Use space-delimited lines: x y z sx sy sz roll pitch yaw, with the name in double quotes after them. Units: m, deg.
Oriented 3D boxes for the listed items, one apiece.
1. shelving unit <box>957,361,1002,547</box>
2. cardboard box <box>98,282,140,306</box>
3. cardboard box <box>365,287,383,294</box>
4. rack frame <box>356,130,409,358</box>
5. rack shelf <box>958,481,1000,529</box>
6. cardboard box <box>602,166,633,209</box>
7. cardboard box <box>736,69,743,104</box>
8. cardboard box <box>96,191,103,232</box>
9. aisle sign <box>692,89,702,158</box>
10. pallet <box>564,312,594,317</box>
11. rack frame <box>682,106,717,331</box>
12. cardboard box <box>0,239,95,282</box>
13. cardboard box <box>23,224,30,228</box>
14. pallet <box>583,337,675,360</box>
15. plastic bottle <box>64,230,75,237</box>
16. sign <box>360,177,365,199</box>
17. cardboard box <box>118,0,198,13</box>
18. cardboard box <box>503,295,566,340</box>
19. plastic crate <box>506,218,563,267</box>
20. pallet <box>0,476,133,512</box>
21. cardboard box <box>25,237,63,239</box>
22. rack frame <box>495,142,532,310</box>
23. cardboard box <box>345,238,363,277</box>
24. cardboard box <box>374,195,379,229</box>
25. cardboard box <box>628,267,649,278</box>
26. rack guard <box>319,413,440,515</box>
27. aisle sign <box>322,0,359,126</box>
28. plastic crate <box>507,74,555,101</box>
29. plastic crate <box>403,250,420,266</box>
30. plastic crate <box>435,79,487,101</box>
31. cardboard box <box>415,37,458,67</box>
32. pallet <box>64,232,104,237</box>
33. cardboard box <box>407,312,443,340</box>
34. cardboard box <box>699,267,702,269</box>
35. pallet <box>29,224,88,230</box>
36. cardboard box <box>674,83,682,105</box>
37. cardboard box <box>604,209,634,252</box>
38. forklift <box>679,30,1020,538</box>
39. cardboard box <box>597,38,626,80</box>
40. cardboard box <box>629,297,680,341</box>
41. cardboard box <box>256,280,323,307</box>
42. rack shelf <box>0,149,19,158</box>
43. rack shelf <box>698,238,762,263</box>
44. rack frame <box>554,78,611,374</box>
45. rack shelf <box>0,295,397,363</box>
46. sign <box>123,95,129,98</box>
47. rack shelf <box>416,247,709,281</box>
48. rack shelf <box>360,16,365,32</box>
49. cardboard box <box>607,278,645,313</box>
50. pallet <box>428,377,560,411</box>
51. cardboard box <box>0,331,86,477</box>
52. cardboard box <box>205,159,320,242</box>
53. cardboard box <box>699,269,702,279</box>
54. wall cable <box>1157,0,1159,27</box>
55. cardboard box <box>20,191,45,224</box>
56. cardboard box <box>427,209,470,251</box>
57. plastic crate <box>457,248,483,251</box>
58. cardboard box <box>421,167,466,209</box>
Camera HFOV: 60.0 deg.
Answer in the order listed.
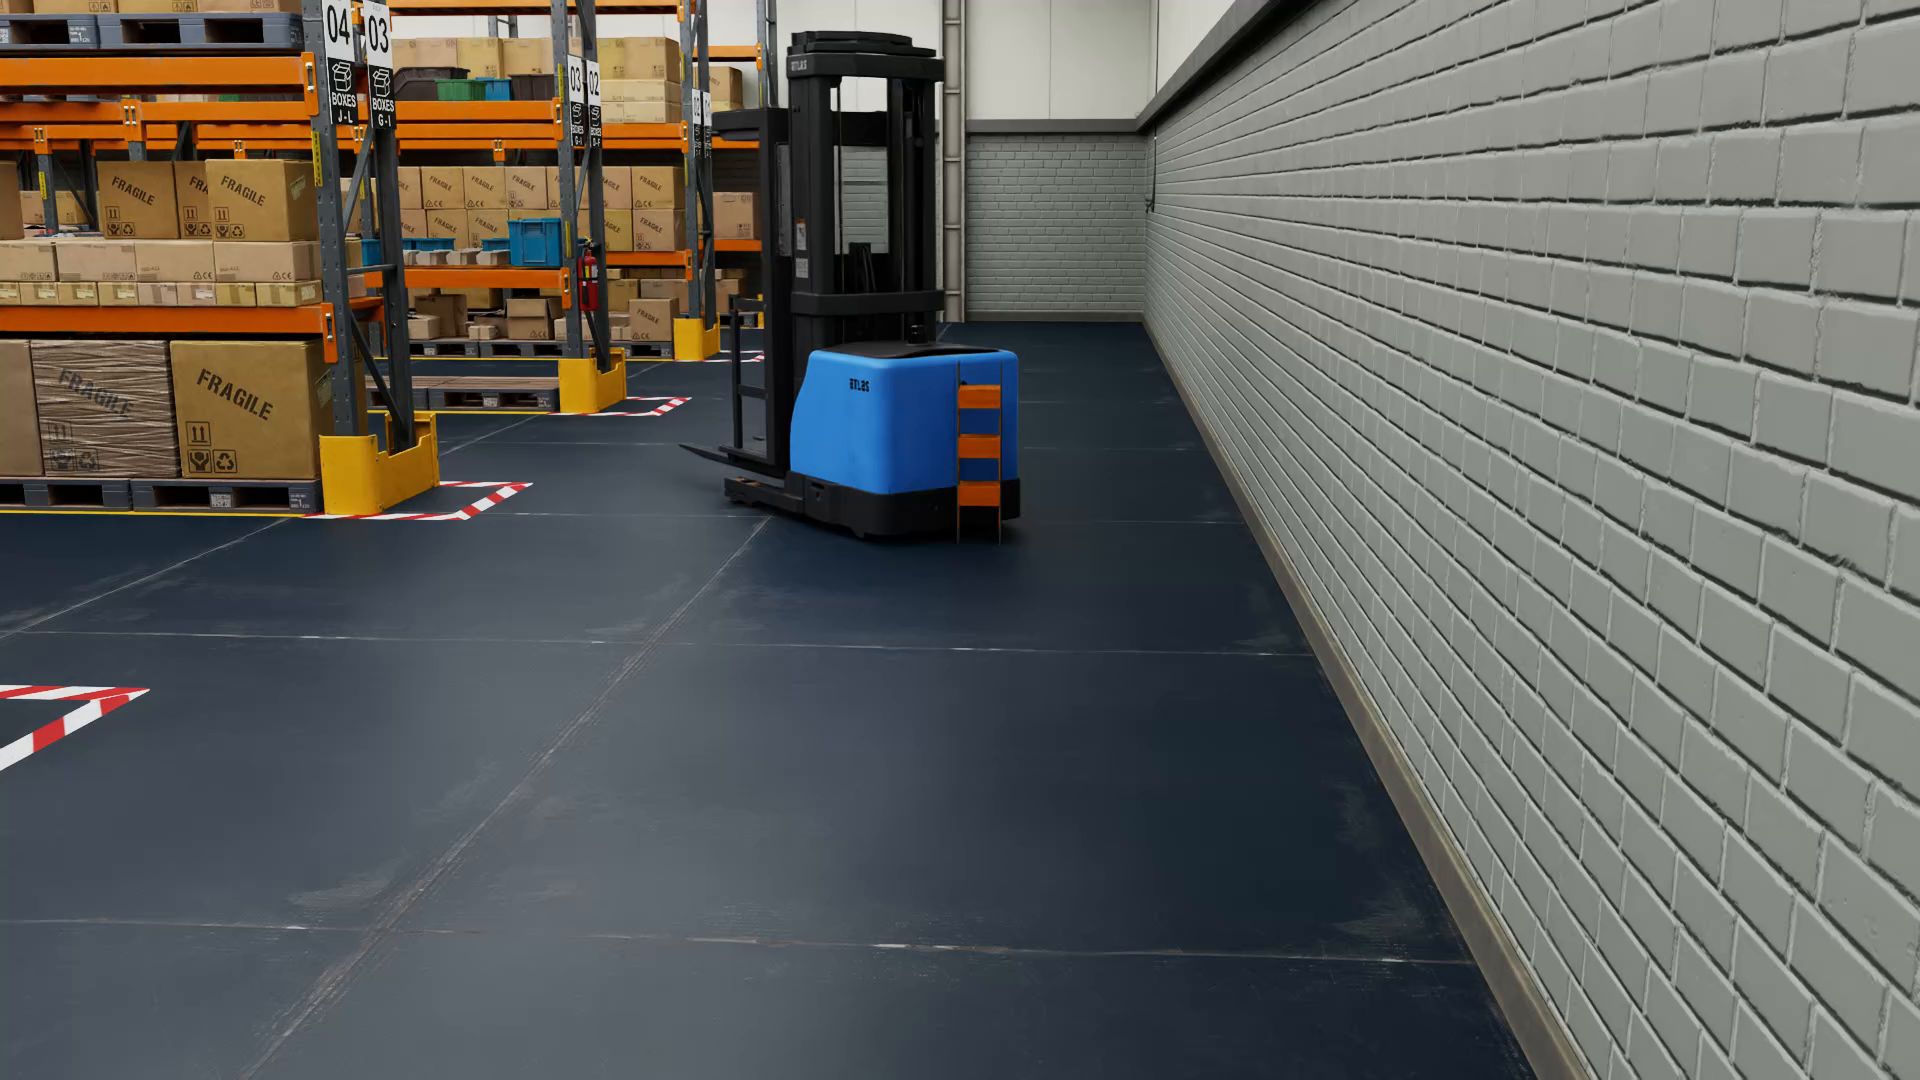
0.113 -0.497 9.581 0.252 1.050 0.215 0 12 2 "shelving unit"
-5.254 -1.573 10.574 0.250 0.149 0.380 1 12 2 "cardboard box"
-9.248 -3.993 25.755 0.750 0.750 0.750 1 12 3 "cardboard box"
-7.183 -3.823 20.718 0.127 3.000 1.000 1 12 4 "rack frame"
0.113 -0.215 9.640 0.240 0.259 0.215 0 12 2 "rack shelf"
-4.158 -4.263 20.136 0.500 0.500 0.500 1 12 5 "cardboard box"
-3.577 -6.856 25.156 0.500 0.500 0.500 0 12 2 "cardboard box"
-10.538 -4.147 20.995 0.500 0.500 0.700 -3 12 -15 "cardboard box"
-3.144 -4.977 19.886 0.004 0.787 0.394 1 12 4 "aisle sign"
-6.102 -3.444 25.715 1.213 0.211 1.003 1 12 4 "pallet"
-3.192 -3.768 20.456 0.127 3.000 1.000 1 12 4 "rack frame"
-5.892 -1.789 10.636 0.500 0.250 0.500 1 12 4 "cardboard box"
-12.053 -3.886 21.236 0.500 0.311 0.500 1 12 3 "cardboard box"
-4.063 -2.415 20.798 1.213 0.211 1.003 1 12 4 "pallet"
-8.447 -2.762 15.767 0.185 0.351 0.144 1 12 4 "plastic bottle"
-7.216 -4.276 20.057 0.005 0.325 0.100 1 12 4 "sign"
-4.933 -3.545 10.547 0.500 0.500 0.700 0 12 2 "cardboard box"
-5.308 -2.792 20.811 0.637 0.503 0.797 1 12 4 "cardboard box"
-3.873 -2.769 15.449 0.499 0.435 0.616 1 12 4 "plastic crate"
-5.874 -0.392 11.125 1.213 0.211 1.003 1 12 4 "pallet"
-6.364 -1.905 11.191 0.500 0.250 0.500 1 12 5 "cardboard box"
-6.855 -4.835 25.556 0.127 3.000 1.000 1 12 4 "rack frame"
-4.318 -1.878 11.062 0.500 0.250 0.500 0 12 2 "cardboard box"
-8.842 -5.014 25.390 0.500 0.500 0.500 1 12 5 "cardboard box"
-4.949 -4.129 25.674 0.250 0.149 0.380 1 12 3 "cardboard box"
-3.833 -0.521 11.036 0.348 0.500 1.175 1 12 4 "rack guard"
-3.806 -2.955 10.218 0.004 0.787 0.394 1 12 4 "aisle sign"
-3.892 -4.223 15.622 0.590 0.269 0.497 1 12 4 "plastic crate"
-5.216 -2.637 15.545 0.250 0.136 0.298 1 12 4 "plastic crate"
-4.529 -4.076 15.119 0.336 0.188 0.450 1 12 4 "plastic crate"
-6.206 -5.795 20.132 0.500 0.500 0.700 1 12 4 "cardboard box"
-10.493 -3.789 21.023 1.003 0.211 1.213 1 12 4 "pallet"
-6.778 -2.672 20.709 0.500 0.311 0.500 1 12 4 "cardboard box"
-3.937 -4.115 25.608 0.250 0.149 0.380 1 12 4 "cardboard box"
-14.085 -4.810 25.907 1.213 0.211 1.003 1 12 4 "pallet"
-3.687 -5.468 20.401 0.500 0.250 0.500 1 12 4 "cardboard box"
-4.175 -3.774 20.240 0.500 0.500 0.500 1 12 4 "cardboard box"
-0.892 -1.696 10.717 1.130 2.935 3.031 -8 14 -34 "forklift"
-4.198 -5.803 20.169 0.500 0.500 0.700 1 12 4 "cardboard box"
-3.751 -2.717 20.462 0.500 0.500 0.500 1 12 4 "cardboard box"
-4.235 -1.559 10.509 0.250 0.149 0.380 1 12 5 "cardboard box"
-16.833 -6.088 25.977 4.000 0.370 1.077 1 12 4 "rack shelf"
-4.860 -4.456 25.499 4.000 0.370 1.077 1 12 4 "rack shelf"
-3.526 -2.756 15.619 0.127 3.000 1.000 1 12 4 "rack frame"
-5.853 -1.420 10.986 4.000 0.370 1.077 1 12 4 "rack shelf"
-7.556 -4.171 15.035 0.005 0.325 0.100 1 12 4 "sign"
-5.187 -3.443 20.661 4.000 0.370 1.077 1 12 4 "rack shelf"
-9.178 -6.239 20.349 4.000 0.370 1.077 1 12 4 "rack shelf"
-5.103 -3.771 25.548 0.500 0.500 0.700 1 12 5 "cardboard box"
-4.347 -1.411 15.996 1.213 0.211 1.003 1 12 4 "pallet"
-6.297 -0.927 11.038 0.875 0.875 0.875 1 12 4 "cardboard box"
-4.361 -2.137 10.465 0.500 0.500 0.500 1 12 4 "cardboard box"
-3.965 -4.037 25.235 0.250 0.149 0.380 1 12 5 "cardboard box"
2.574 -7.966 21.120 0.112 2.526 3.097 1 12 4 "wall cable"
-14.332 -5.195 25.957 0.500 0.500 0.700 1 12 4 "cardboard box"
-6.181 -3.803 20.378 0.500 0.500 0.500 1 12 5 "cardboard box"
-4.742 -2.758 16.124 0.298 0.136 0.250 1 12 4 "plastic crate"
-6.216 -4.290 20.266 0.500 0.500 0.500 0 12 2 "cardboard box"
